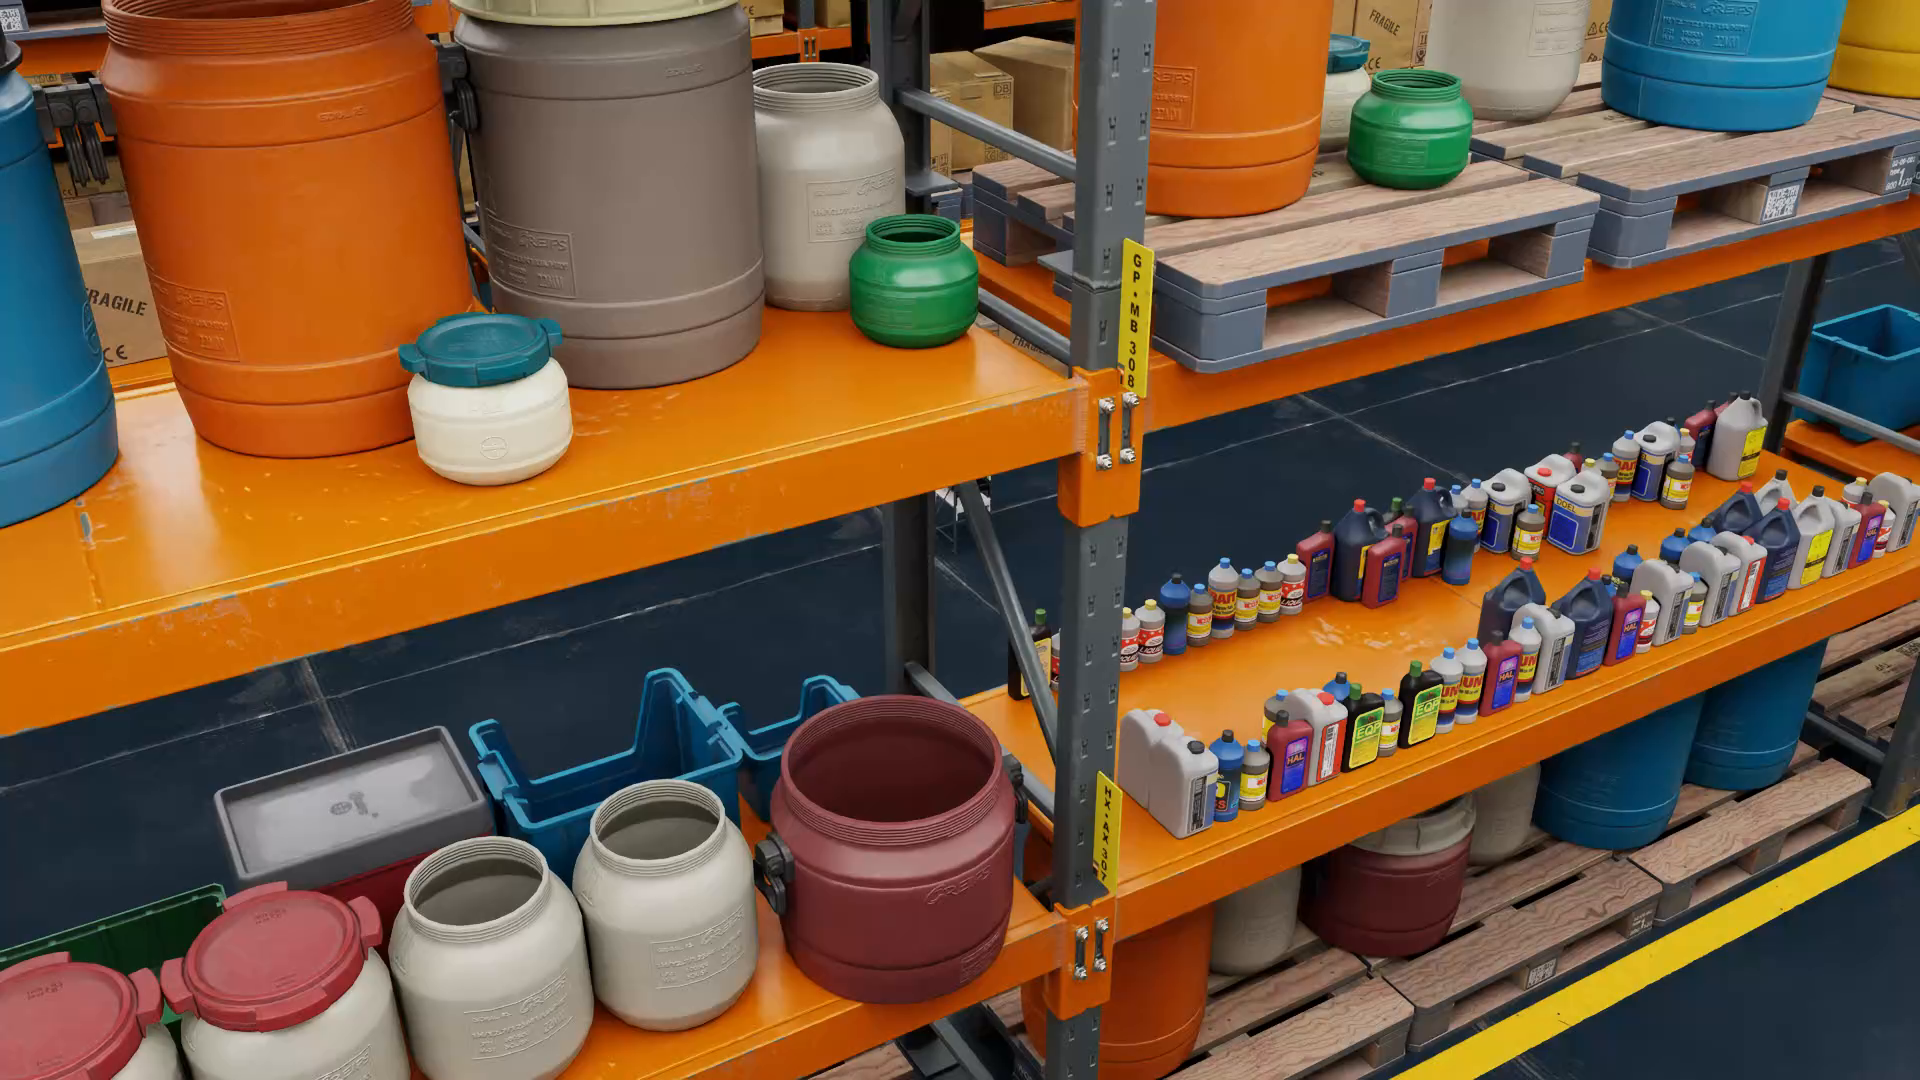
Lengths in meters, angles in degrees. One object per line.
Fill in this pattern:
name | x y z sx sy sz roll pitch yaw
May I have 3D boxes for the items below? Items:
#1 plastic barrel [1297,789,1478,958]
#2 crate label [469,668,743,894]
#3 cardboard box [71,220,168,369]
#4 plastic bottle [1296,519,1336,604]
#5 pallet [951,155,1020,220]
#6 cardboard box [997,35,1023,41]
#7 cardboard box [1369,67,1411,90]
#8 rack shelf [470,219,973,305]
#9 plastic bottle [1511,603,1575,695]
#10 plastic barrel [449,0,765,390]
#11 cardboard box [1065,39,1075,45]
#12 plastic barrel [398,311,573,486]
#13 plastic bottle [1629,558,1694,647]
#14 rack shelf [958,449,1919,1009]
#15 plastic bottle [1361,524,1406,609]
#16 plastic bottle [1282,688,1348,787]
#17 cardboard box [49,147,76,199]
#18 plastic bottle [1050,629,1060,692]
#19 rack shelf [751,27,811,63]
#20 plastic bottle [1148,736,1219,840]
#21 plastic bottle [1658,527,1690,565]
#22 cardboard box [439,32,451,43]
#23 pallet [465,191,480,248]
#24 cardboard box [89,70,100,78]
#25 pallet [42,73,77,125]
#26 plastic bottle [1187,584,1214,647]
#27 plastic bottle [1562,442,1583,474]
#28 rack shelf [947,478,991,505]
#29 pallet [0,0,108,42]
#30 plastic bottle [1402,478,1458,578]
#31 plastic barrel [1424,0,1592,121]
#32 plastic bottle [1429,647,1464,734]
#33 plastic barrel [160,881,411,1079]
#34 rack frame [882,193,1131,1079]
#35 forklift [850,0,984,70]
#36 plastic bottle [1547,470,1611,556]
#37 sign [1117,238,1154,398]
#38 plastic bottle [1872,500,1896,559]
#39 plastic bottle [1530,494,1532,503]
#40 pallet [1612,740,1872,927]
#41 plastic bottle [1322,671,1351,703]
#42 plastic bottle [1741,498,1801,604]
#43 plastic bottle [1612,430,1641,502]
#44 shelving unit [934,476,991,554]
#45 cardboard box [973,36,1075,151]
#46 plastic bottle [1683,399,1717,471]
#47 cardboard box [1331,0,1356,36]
plastic barrel | 1.469 1.045 5.813 0.708 0.588 0.600 -16 33 -26
crate label | -0.911 0.692 4.356 0.616 0.435 0.502 -16 33 -26
cardboard box | -3.862 -1.114 7.561 0.500 0.500 0.500 -18 34 -29
plastic bottle | 1.200 0.071 5.637 0.133 0.283 0.061 -16 33 -26
pallet | 0.281 -2.233 9.890 1.213 0.211 1.003 -16 33 -26
cardboard box | 0.543 -4.535 15.344 0.250 0.149 0.380 -15 32 -26
cardboard box | 2.475 -2.770 10.561 0.500 0.500 0.500 -16 33 -27
rack shelf | -0.700 -1.662 9.402 4.000 0.370 1.077 -16 33 -26
plastic bottle | 1.815 0.320 5.194 0.135 0.276 0.152 -16 33 -26
plastic barrel | -0.736 -0.845 3.554 0.600 0.901 0.600 0 29 0
cardboard box | 1.169 -4.499 15.279 0.250 0.149 0.380 -15 32 -25
plastic barrel | -0.896 -0.268 3.169 0.301 0.262 0.301 0 29 0
plastic bottle | 2.289 0.186 5.438 0.135 0.276 0.152 -16 33 -26
rack shelf | 1.807 0.402 5.662 4.000 0.370 1.077 -16 33 -26
plastic bottle | 1.433 0.086 5.610 0.133 0.283 0.061 -16 33 -26
plastic bottle | 1.018 0.546 4.784 0.135 0.276 0.152 -16 33 -26
cardboard box | -6.495 -2.538 11.599 0.500 0.250 0.500 -16 33 -27
plastic bottle | 0.324 0.366 5.187 0.097 0.201 0.097 0 29 0
rack shelf | -3.212 -3.725 13.140 4.000 0.370 1.077 -16 33 -26
plastic bottle | 0.619 0.660 4.579 0.135 0.276 0.152 -16 33 -26
plastic bottle | 2.410 0.083 5.628 0.097 0.271 0.097 0 29 0
cardboard box | -3.932 -3.870 12.226 0.500 0.500 0.500 -15 32 -25
pallet | -4.219 -2.491 13.046 1.213 0.211 1.003 -16 33 -26
cardboard box | -5.805 -3.519 11.464 0.500 0.500 0.700 -19 34 -31
pallet | -6.623 -2.965 11.216 1.213 0.211 1.003 -16 33 -26
plastic bottle | 0.774 0.238 5.419 0.097 0.201 0.097 0 29 0
plastic bottle | 2.233 -0.222 6.168 0.133 0.283 0.061 -16 33 -26
rack shelf | 0.007 -0.288 8.596 0.200 0.077 0.258 -16 33 -26
pallet | -3.926 -2.240 6.795 1.213 0.211 1.003 -14 32 -24
plastic bottle | 1.633 -0.058 5.801 0.185 0.351 0.144 -16 33 -26
plastic barrel | 1.534 -1.477 4.642 0.433 0.535 0.433 0 29 0
plastic bottle | 1.446 0.442 4.977 0.097 0.271 0.097 0 29 0
plastic barrel | -1.425 1.068 3.570 0.433 0.535 0.433 0 29 0
rack frame | 0.082 0.577 4.601 0.127 3.000 1.000 -16 33 -26
forklift | -0.658 -2.930 11.026 3.031 2.935 1.130 -15 32 -25
plastic bottle | 2.218 -0.104 5.962 0.135 0.276 0.152 -16 33 -26
sign | 0.367 -0.463 3.489 0.005 0.325 0.100 -16 33 -26
plastic bottle | 3.269 -0.045 5.932 0.097 0.201 0.097 0 29 0
plastic bottle | 2.027 -0.117 6.064 0.097 0.201 0.097 0 29 0
pallet | 2.845 0.990 6.738 1.213 0.211 1.003 -16 33 -26
plastic bottle | 1.101 0.506 4.862 0.097 0.271 0.097 0 29 0
plastic bottle | 2.745 0.026 5.650 0.185 0.351 0.144 -16 33 -26
plastic bottle | 2.510 -0.285 6.295 0.097 0.271 0.097 0 29 0
shelving unit | 0.007 -0.396 8.536 0.210 0.900 0.258 -16 33 -26
cardboard box | 0.503 -2.672 9.949 0.700 0.500 0.500 22 36 34
plastic bottle | 2.884 -0.407 6.503 0.133 0.283 0.061 -16 33 -26
cardboard box | 2.018 -3.073 10.076 0.500 0.500 0.500 -17 33 -28
